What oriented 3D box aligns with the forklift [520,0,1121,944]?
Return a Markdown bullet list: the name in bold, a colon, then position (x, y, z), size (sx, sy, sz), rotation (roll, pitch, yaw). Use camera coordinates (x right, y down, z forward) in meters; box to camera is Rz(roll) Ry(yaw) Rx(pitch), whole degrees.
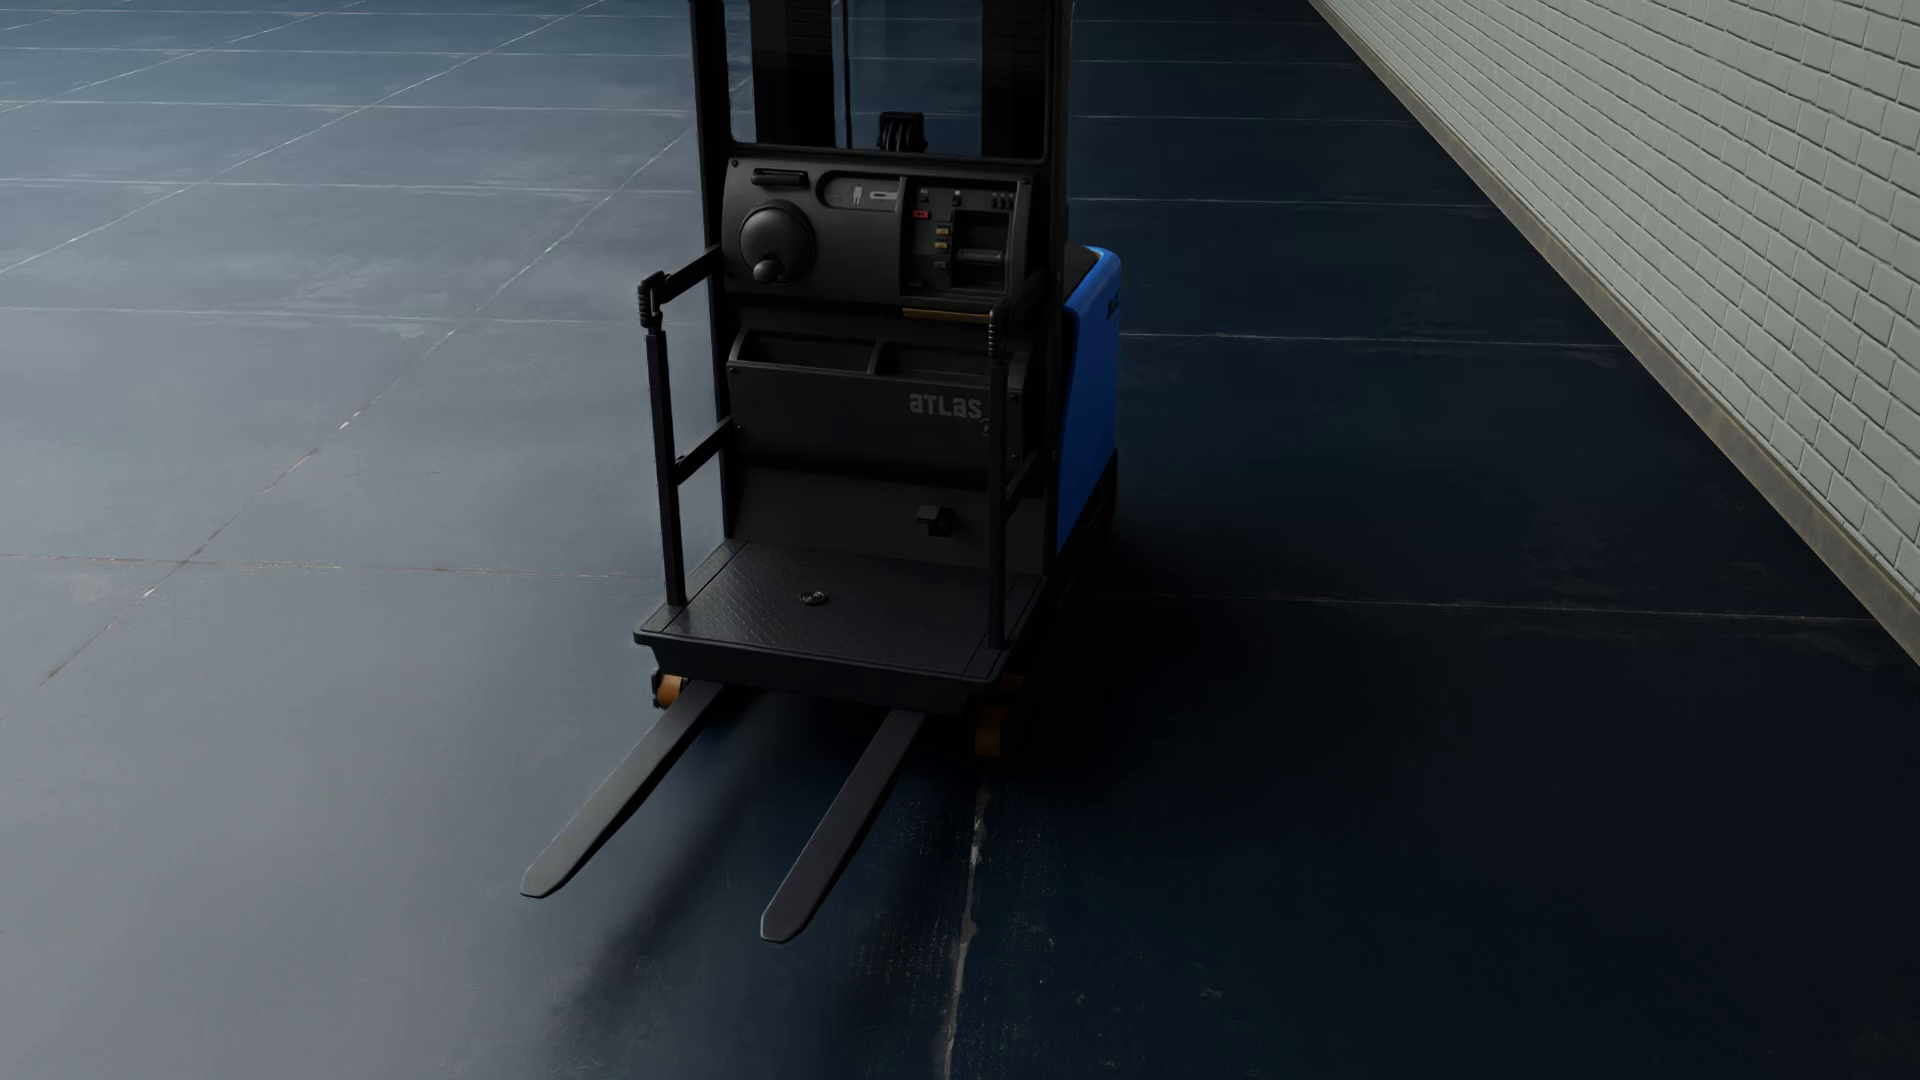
- **forklift**: position (-0.302, -0.869, 4.632), size (1.130, 2.935, 3.031), rotation (7, 26, 14)
